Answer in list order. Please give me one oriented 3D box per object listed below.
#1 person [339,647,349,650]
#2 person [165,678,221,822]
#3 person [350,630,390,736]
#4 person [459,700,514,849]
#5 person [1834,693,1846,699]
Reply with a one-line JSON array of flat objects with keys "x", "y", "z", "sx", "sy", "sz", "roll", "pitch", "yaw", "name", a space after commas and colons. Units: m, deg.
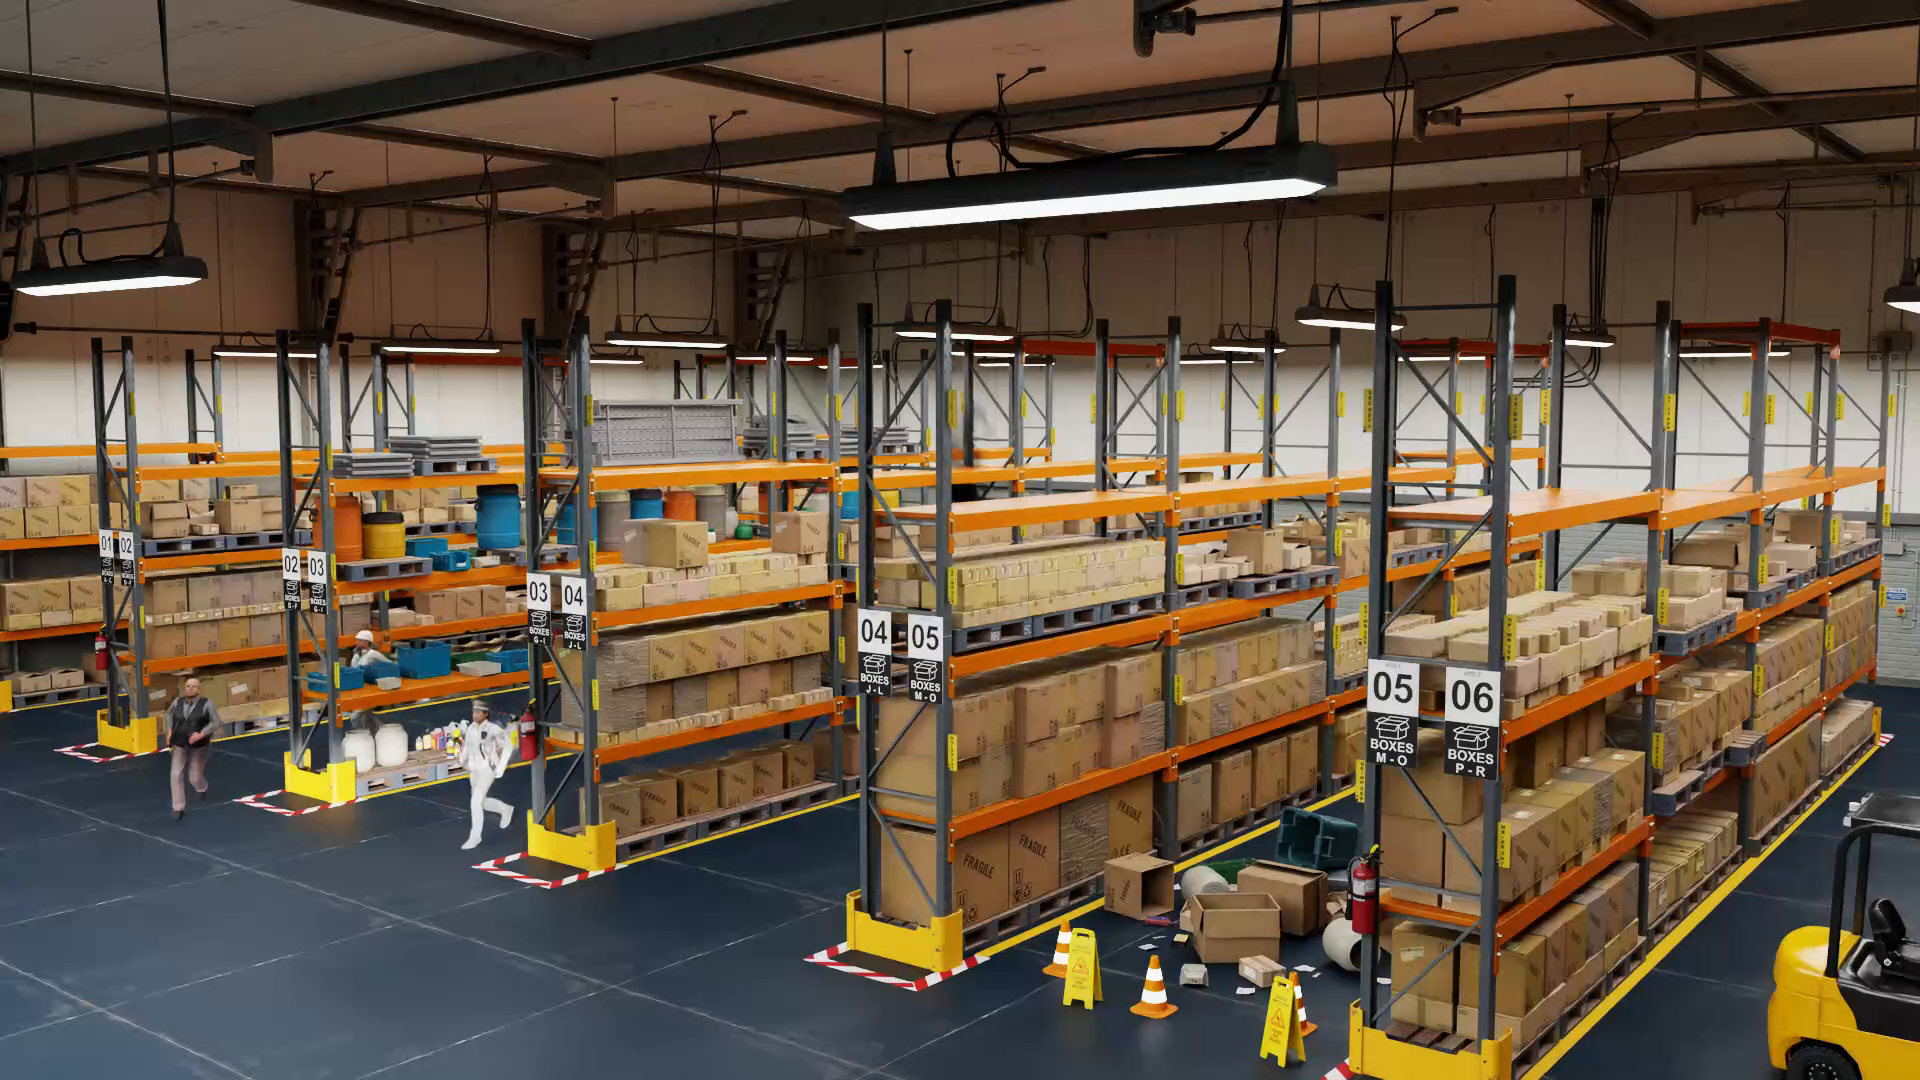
[{"x": -10.715, "y": 1.780, "z": 29.091, "sx": 0.694, "sy": 1.713, "sz": 0.620, "roll": 3, "pitch": 6, "yaw": 30, "name": "person"}, {"x": -9.467, "y": 2.557, "z": 20.535, "sx": 0.687, "sy": 1.730, "sz": 0.861, "roll": -1, "pitch": 5, "yaw": -9, "name": "person"}, {"x": -8.568, "y": 2.208, "z": 24.003, "sx": 0.658, "sy": 1.822, "sz": 0.734, "roll": 4, "pitch": 6, "yaw": 39, "name": "person"}, {"x": -5.496, "y": 2.638, "z": 19.251, "sx": 0.657, "sy": 1.628, "sz": 0.770, "roll": 3, "pitch": 6, "yaw": 34, "name": "person"}, {"x": 13.758, "y": 2.058, "z": 26.250, "sx": 0.720, "sy": 1.751, "sz": 0.657, "roll": -3, "pitch": 6, "yaw": -34, "name": "person"}]
